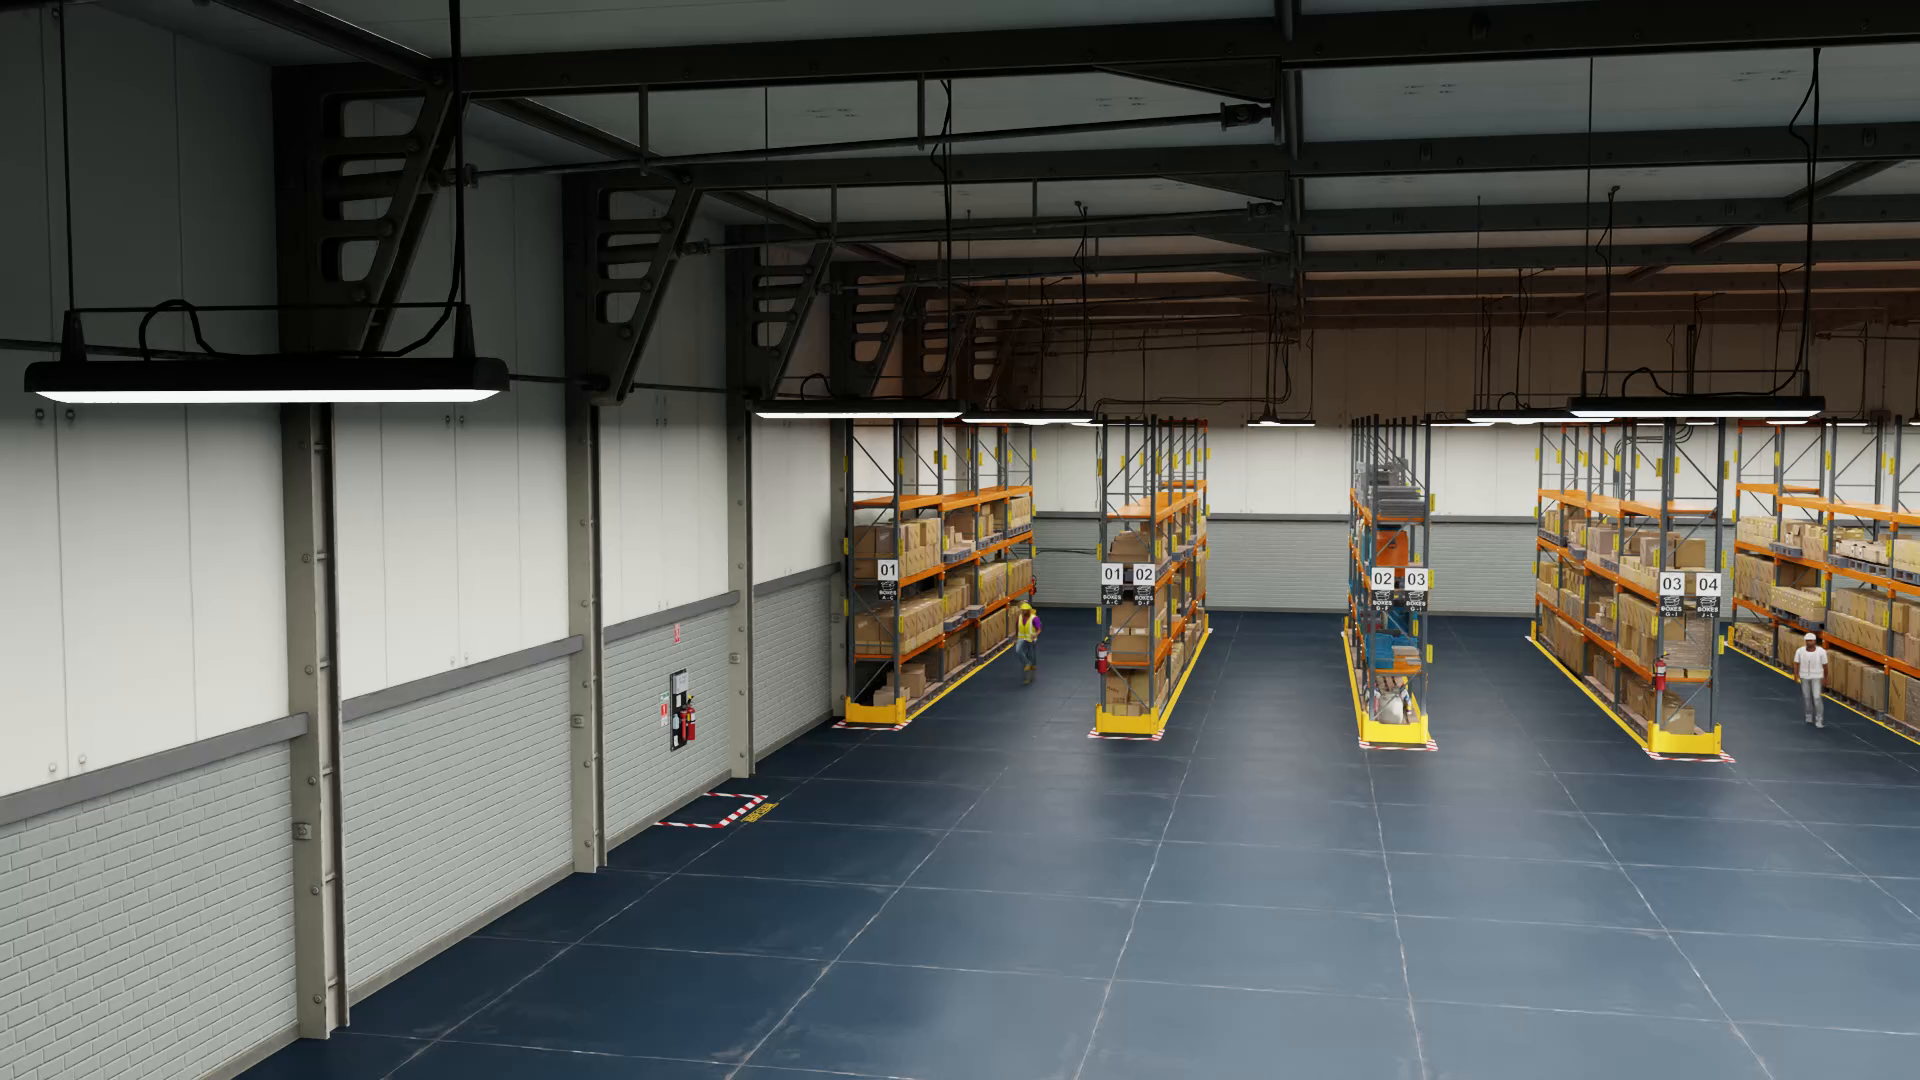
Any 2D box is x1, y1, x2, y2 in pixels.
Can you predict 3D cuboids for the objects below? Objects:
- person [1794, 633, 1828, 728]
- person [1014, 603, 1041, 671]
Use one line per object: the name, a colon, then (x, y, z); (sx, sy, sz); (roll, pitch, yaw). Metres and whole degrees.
person: (16.486, 2.697, 32.238); (0.621, 1.789, 0.632); (4, 5, 43)
person: (1.523, 2.206, 37.751); (0.701, 1.560, 0.939); (1, 4, 18)
